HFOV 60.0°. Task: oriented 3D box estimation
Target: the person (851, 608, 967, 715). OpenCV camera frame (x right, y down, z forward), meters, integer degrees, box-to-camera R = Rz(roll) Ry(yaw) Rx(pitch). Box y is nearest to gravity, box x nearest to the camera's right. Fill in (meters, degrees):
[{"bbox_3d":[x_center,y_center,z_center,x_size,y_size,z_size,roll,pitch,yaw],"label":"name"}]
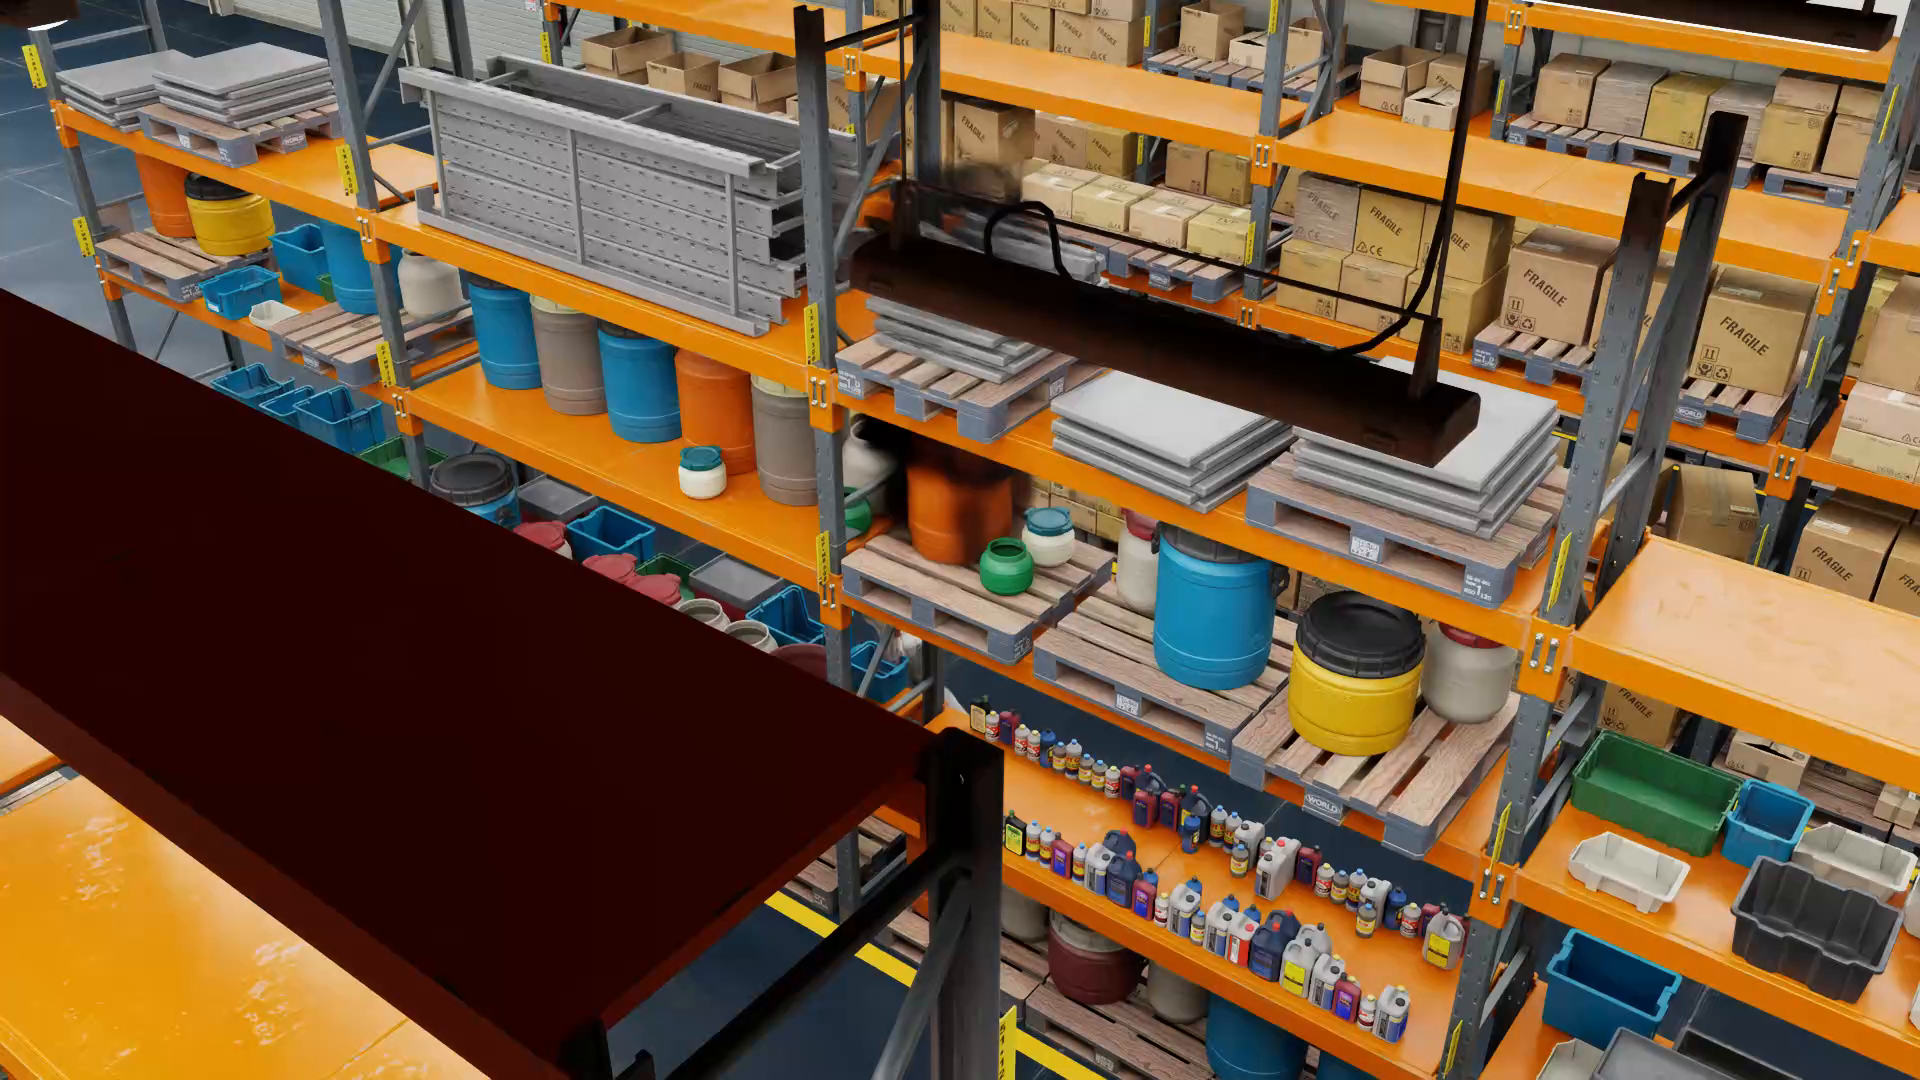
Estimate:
[{"bbox_3d":[-0.414,0.792,12.525,1.171,1.556,0.680,11,33,17],"label":"person"}]
